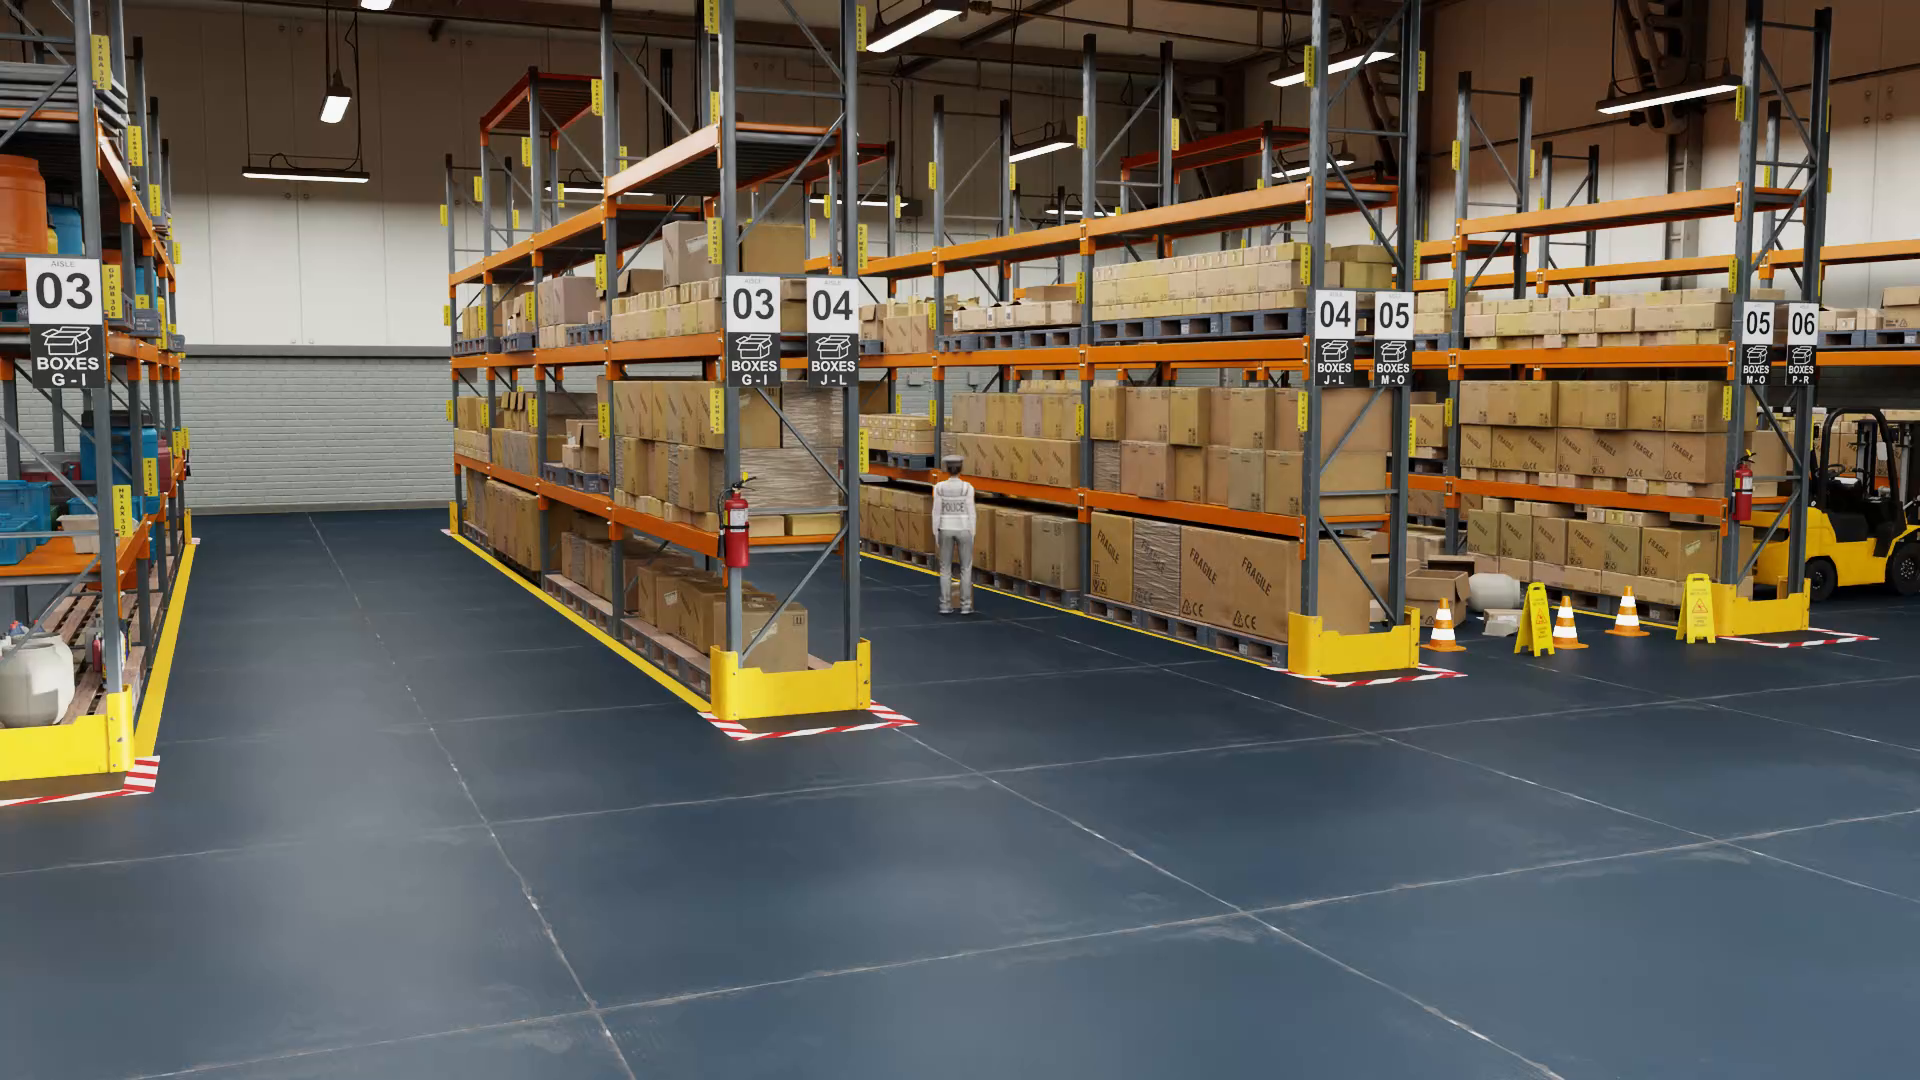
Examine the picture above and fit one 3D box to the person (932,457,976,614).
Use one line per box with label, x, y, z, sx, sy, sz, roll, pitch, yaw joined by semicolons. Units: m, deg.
person;-0.061;-0.049;17.542;0.469;1.663;0.328;1;6;10
